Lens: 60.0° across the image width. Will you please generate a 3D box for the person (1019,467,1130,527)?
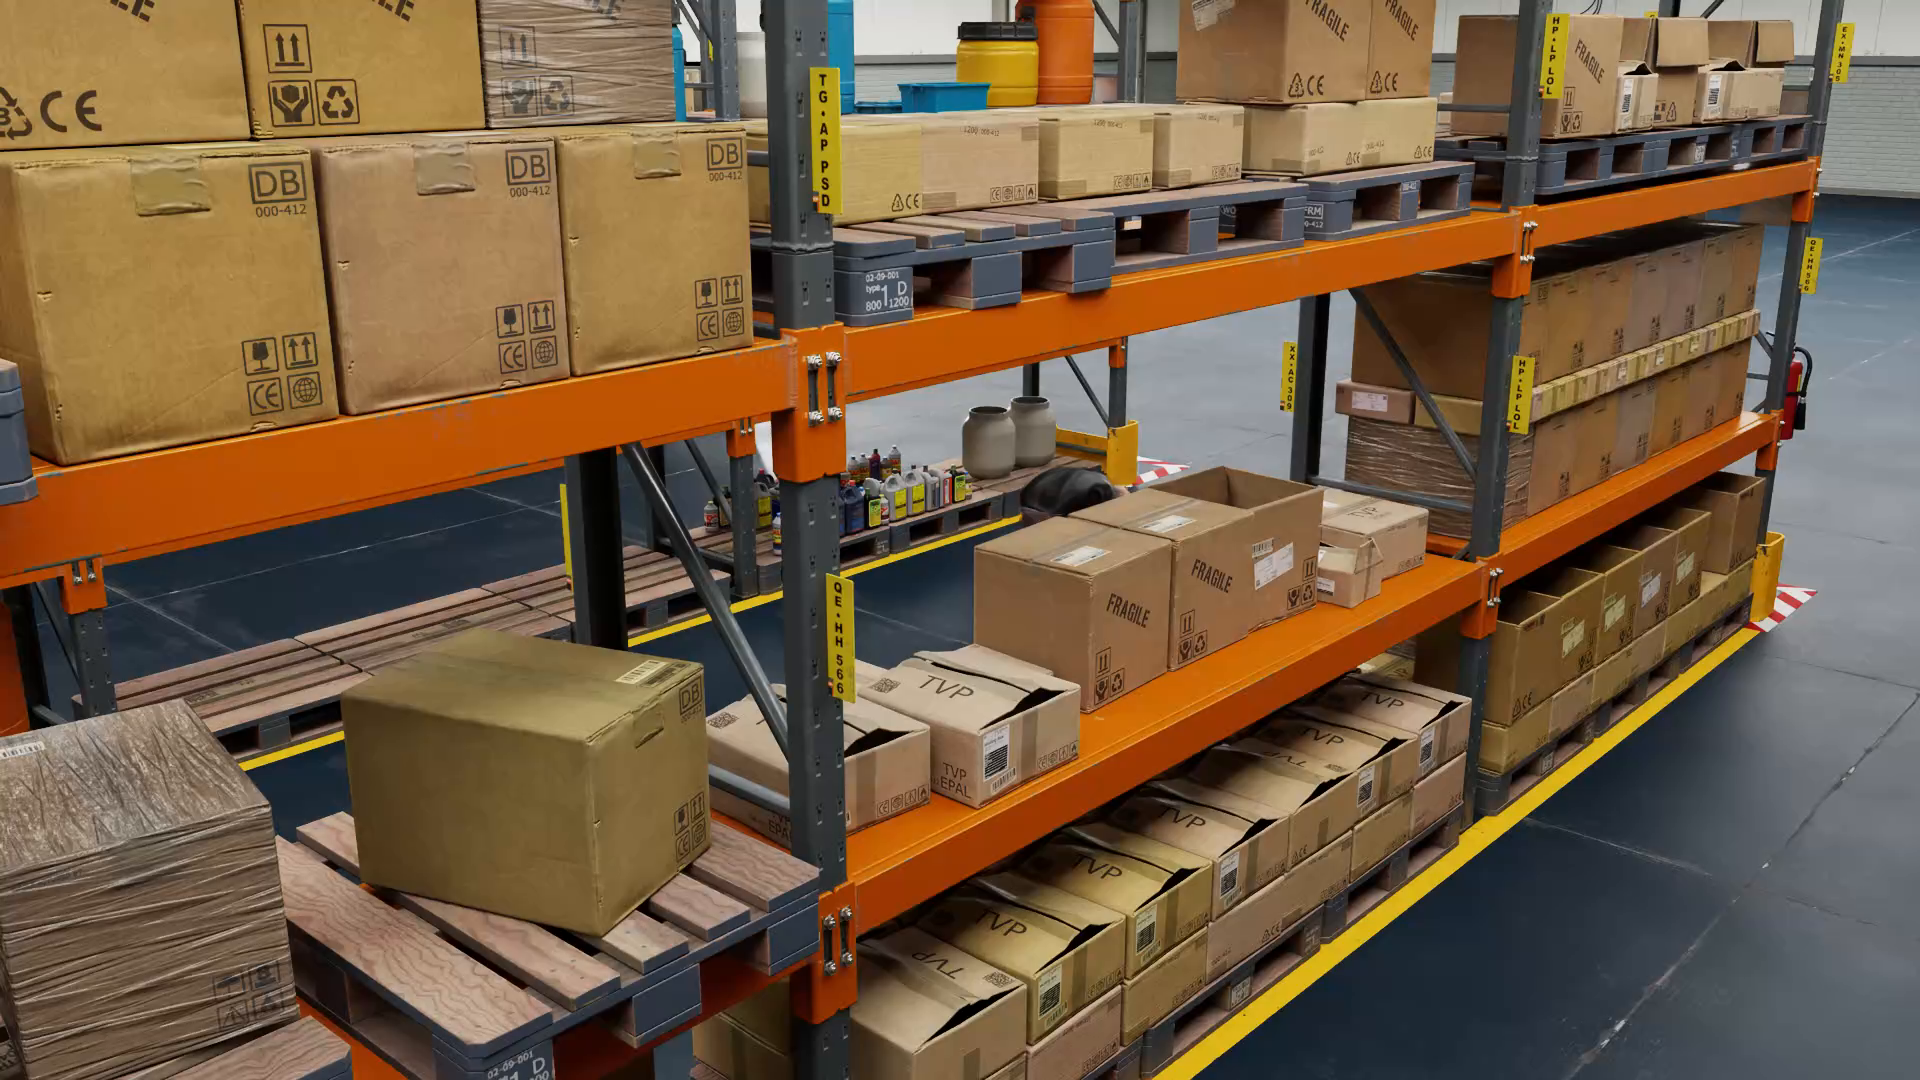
[{"bbox_3d":[0.757,-0.009,10.381,0.508,0.987,0.945,13,21,37],"label":"person"}]
